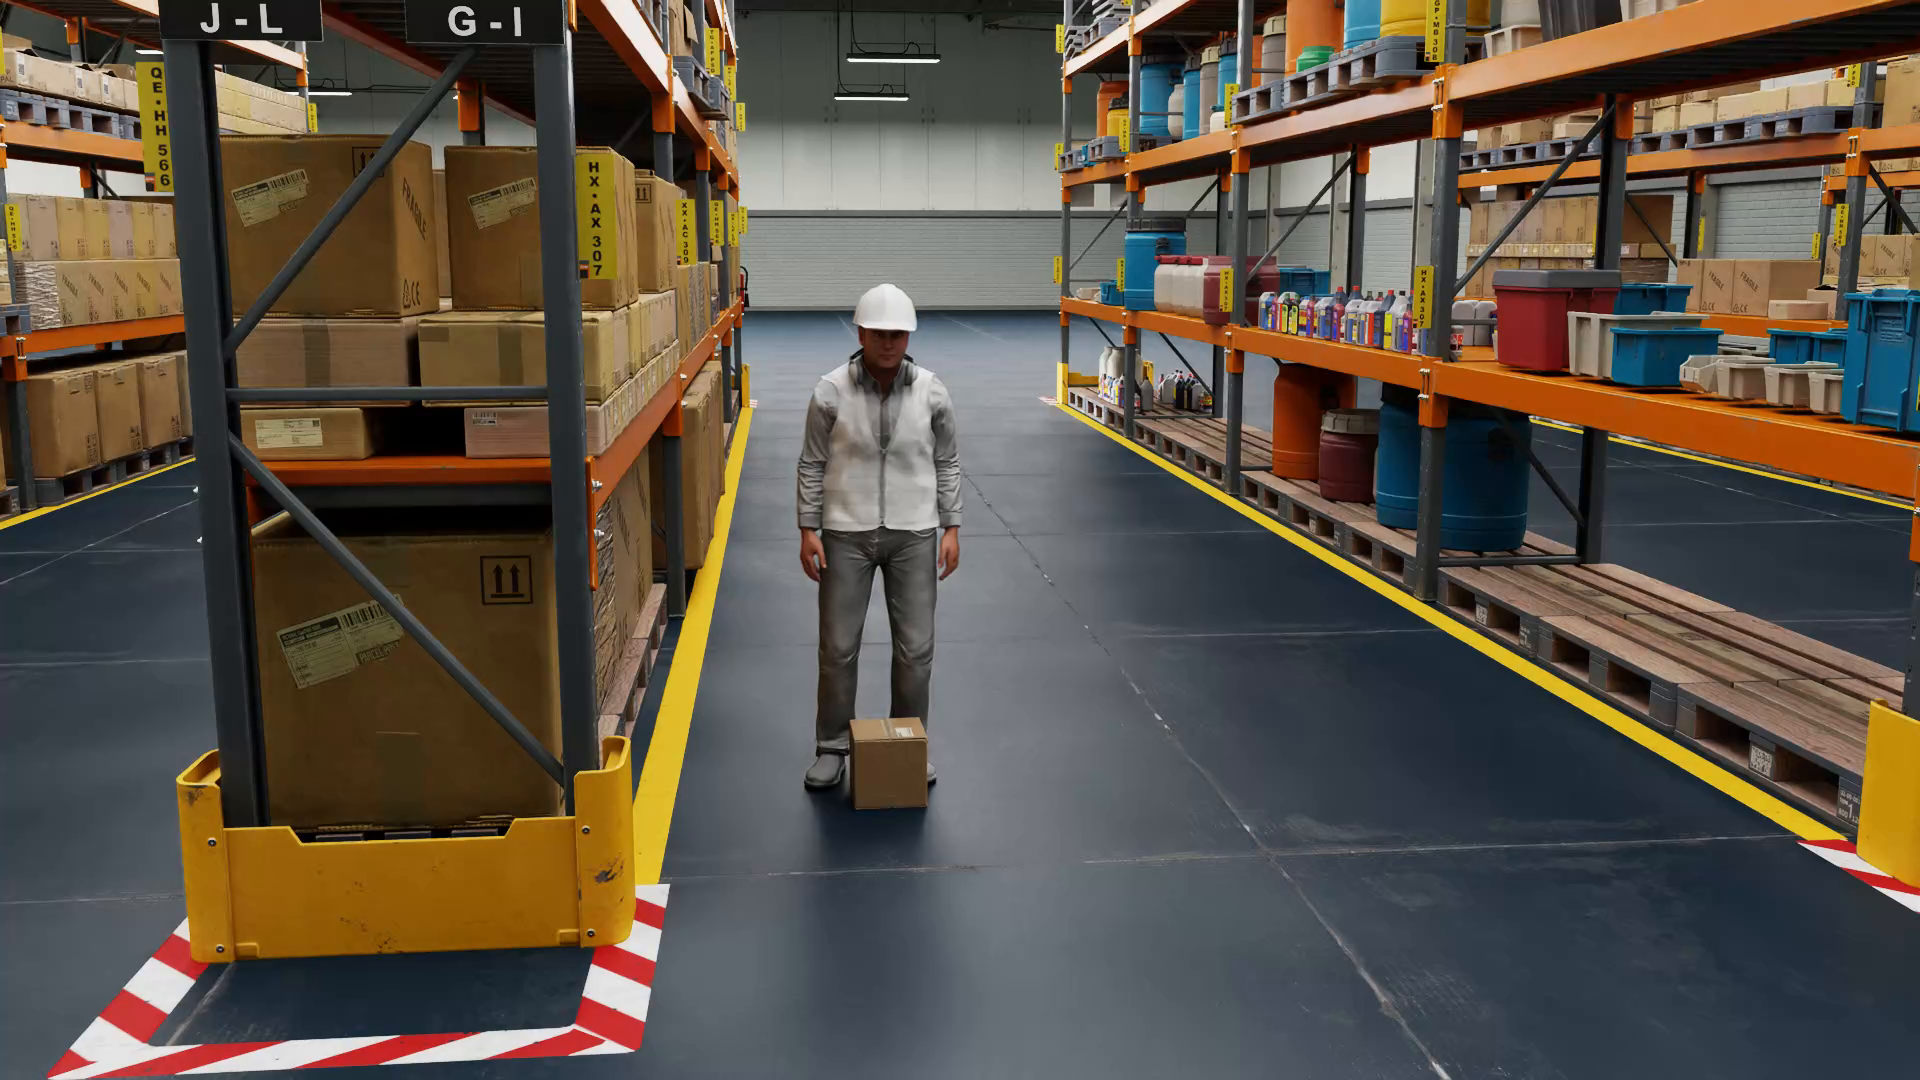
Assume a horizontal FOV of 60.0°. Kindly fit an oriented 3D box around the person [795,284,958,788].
[{"bbox_3d":[-0.294,-0.017,5.918,0.580,1.771,0.462,-1,10,-6],"label":"person"}]
